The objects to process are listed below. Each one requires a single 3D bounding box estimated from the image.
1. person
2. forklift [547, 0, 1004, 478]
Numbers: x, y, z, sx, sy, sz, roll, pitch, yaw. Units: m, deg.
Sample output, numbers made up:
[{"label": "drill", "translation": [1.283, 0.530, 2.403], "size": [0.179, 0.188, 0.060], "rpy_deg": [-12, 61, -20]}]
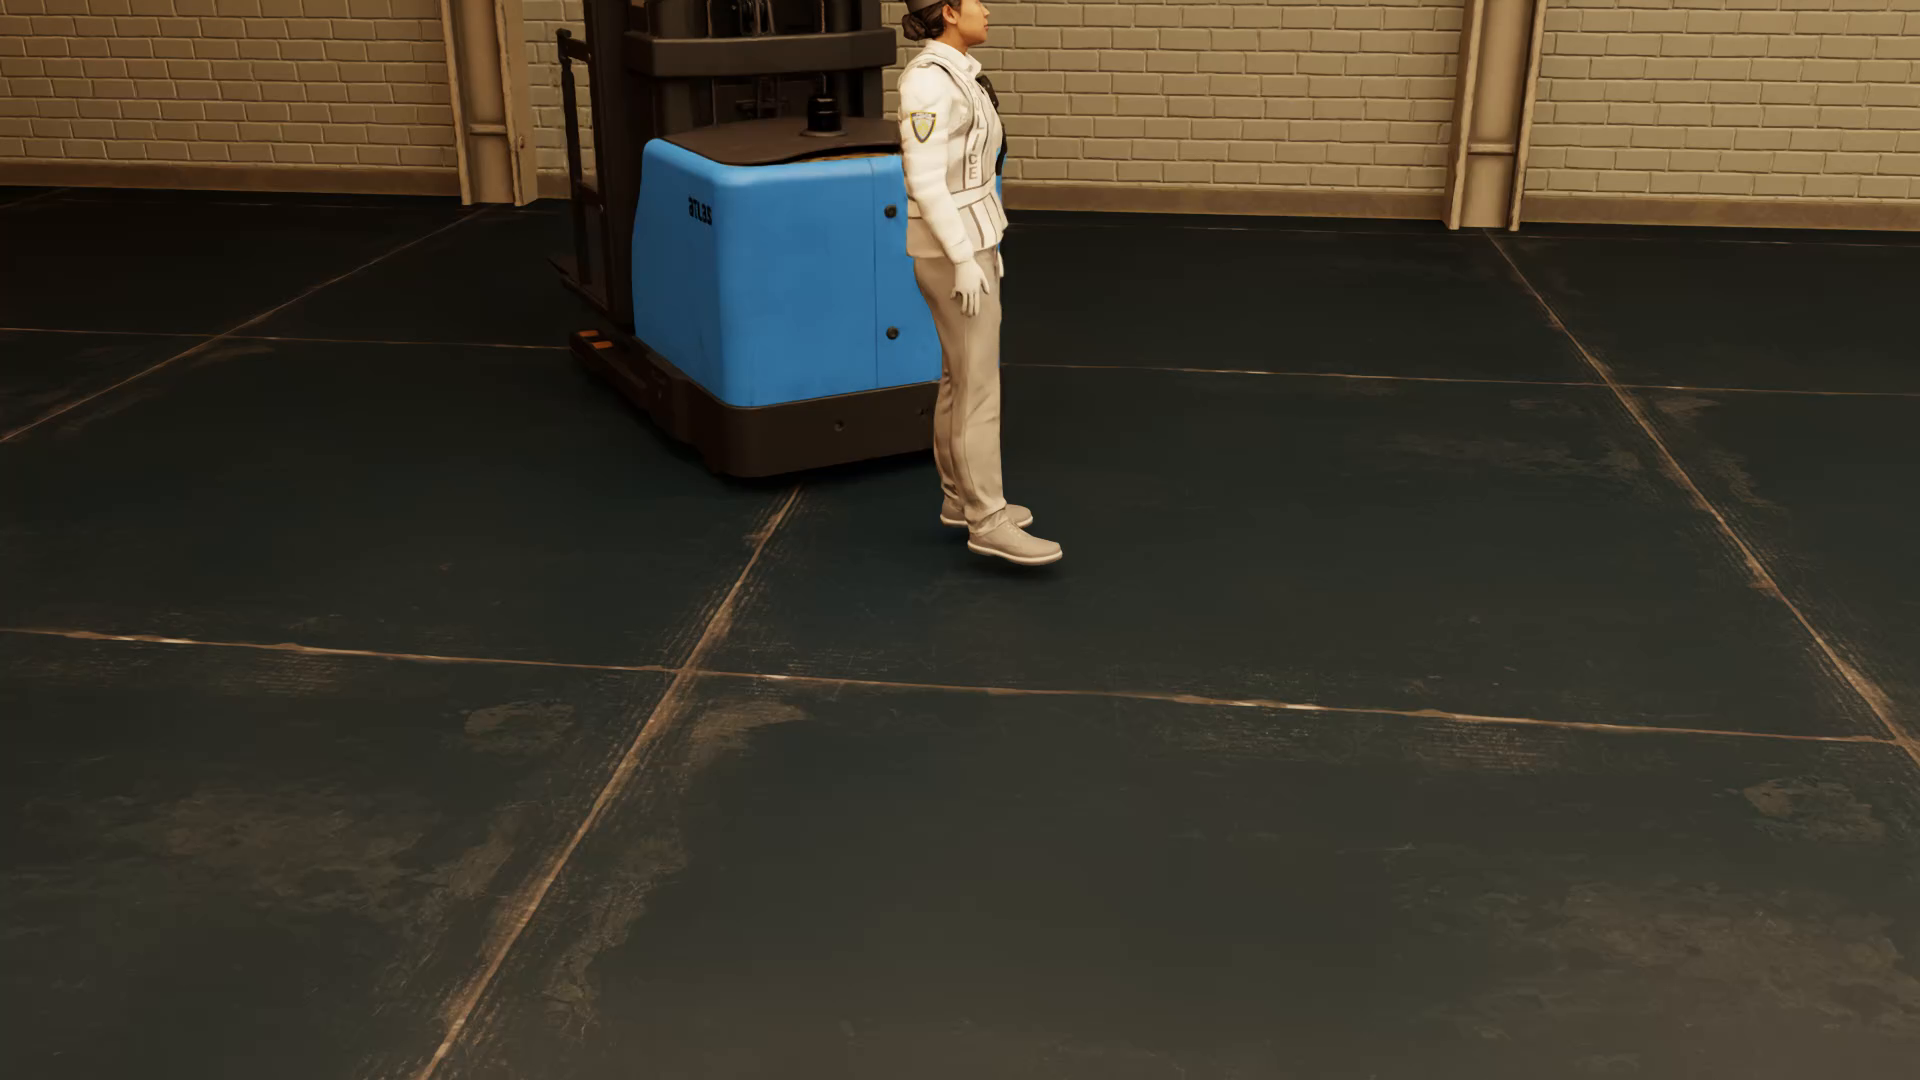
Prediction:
[{"label": "person", "translation": [0.067, -0.824, 4.828], "size": [0.530, 1.694, 0.586], "rpy_deg": [3, 22, 7]}, {"label": "forklift", "translation": [-0.976, -2.075, 6.408], "size": [1.130, 2.935, 3.031], "rpy_deg": [-11, 24, -26]}]
